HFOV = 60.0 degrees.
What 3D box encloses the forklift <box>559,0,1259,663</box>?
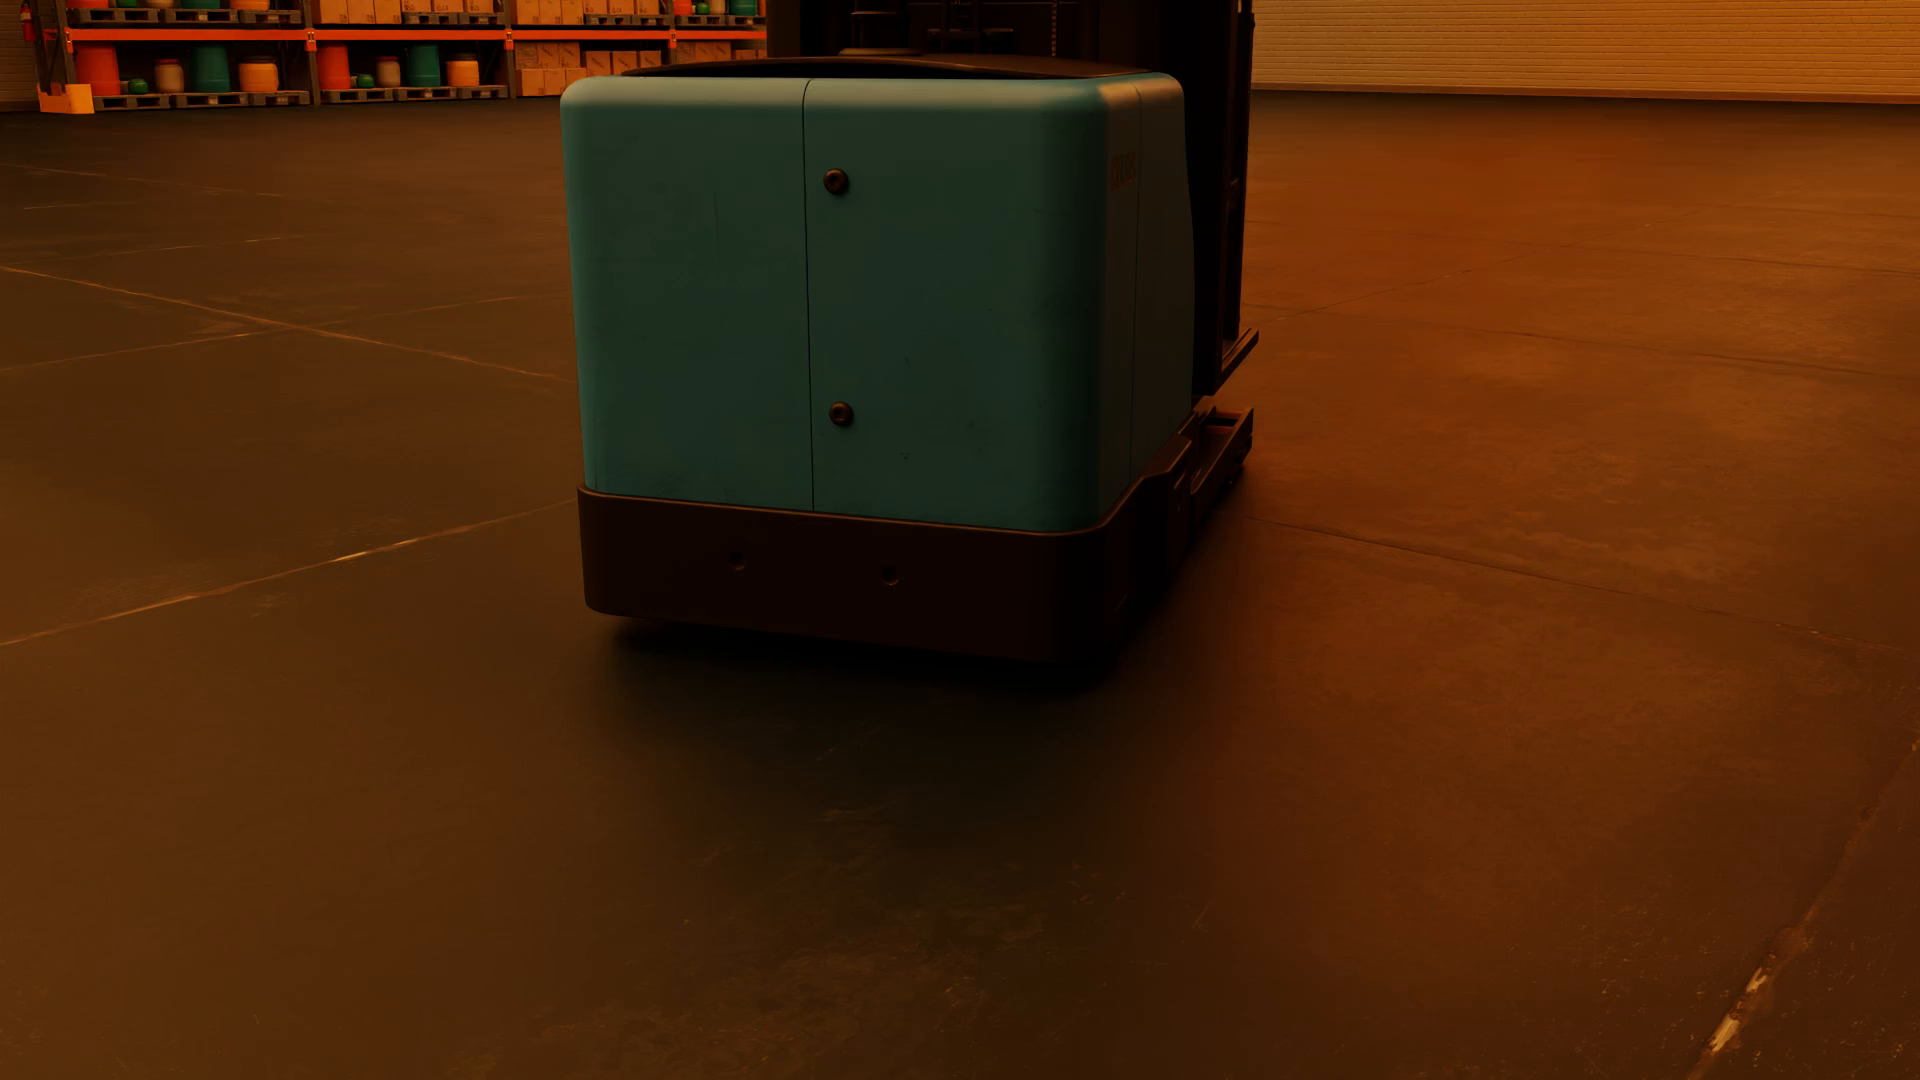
[{"bbox_3d":[0.182,-1.571,4.072,1.130,2.935,3.031,5,18,17],"label":"forklift"}]
